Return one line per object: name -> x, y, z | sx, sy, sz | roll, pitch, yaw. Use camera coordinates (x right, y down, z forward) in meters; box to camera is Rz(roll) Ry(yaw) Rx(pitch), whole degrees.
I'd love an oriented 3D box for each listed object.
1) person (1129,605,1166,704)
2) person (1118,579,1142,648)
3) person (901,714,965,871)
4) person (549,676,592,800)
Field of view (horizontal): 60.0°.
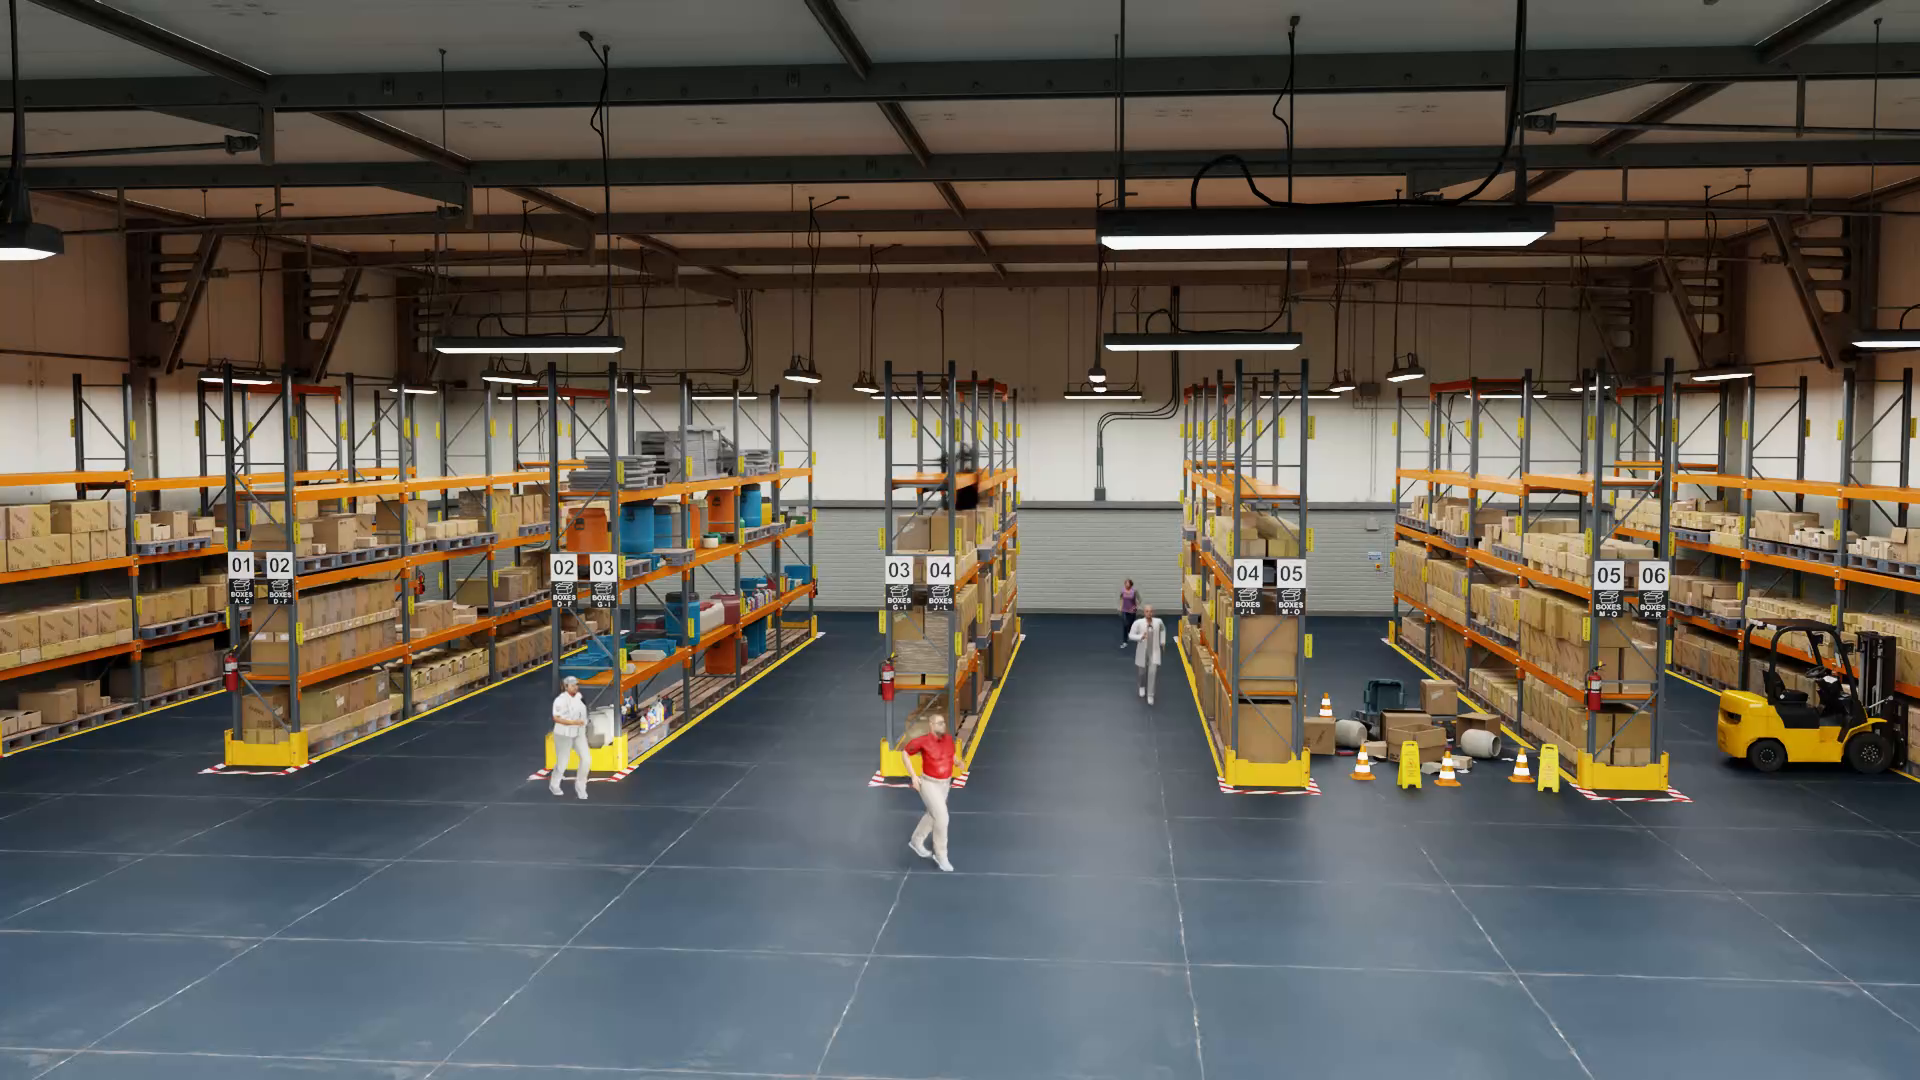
person -> 3.448, 2.072, 30.552 | 0.703, 1.764, 1.059 | 0, 4, 1
person -> 3.950, 1.685, 38.606 | 0.550, 1.603, 0.699 | 1, 4, 17
person -> -0.295, 2.890, 19.217 | 0.816, 1.789, 0.645 | 3, 5, 38
person -> -5.291, 2.706, 22.632 | 0.734, 1.740, 0.619 | 3, 5, 40
